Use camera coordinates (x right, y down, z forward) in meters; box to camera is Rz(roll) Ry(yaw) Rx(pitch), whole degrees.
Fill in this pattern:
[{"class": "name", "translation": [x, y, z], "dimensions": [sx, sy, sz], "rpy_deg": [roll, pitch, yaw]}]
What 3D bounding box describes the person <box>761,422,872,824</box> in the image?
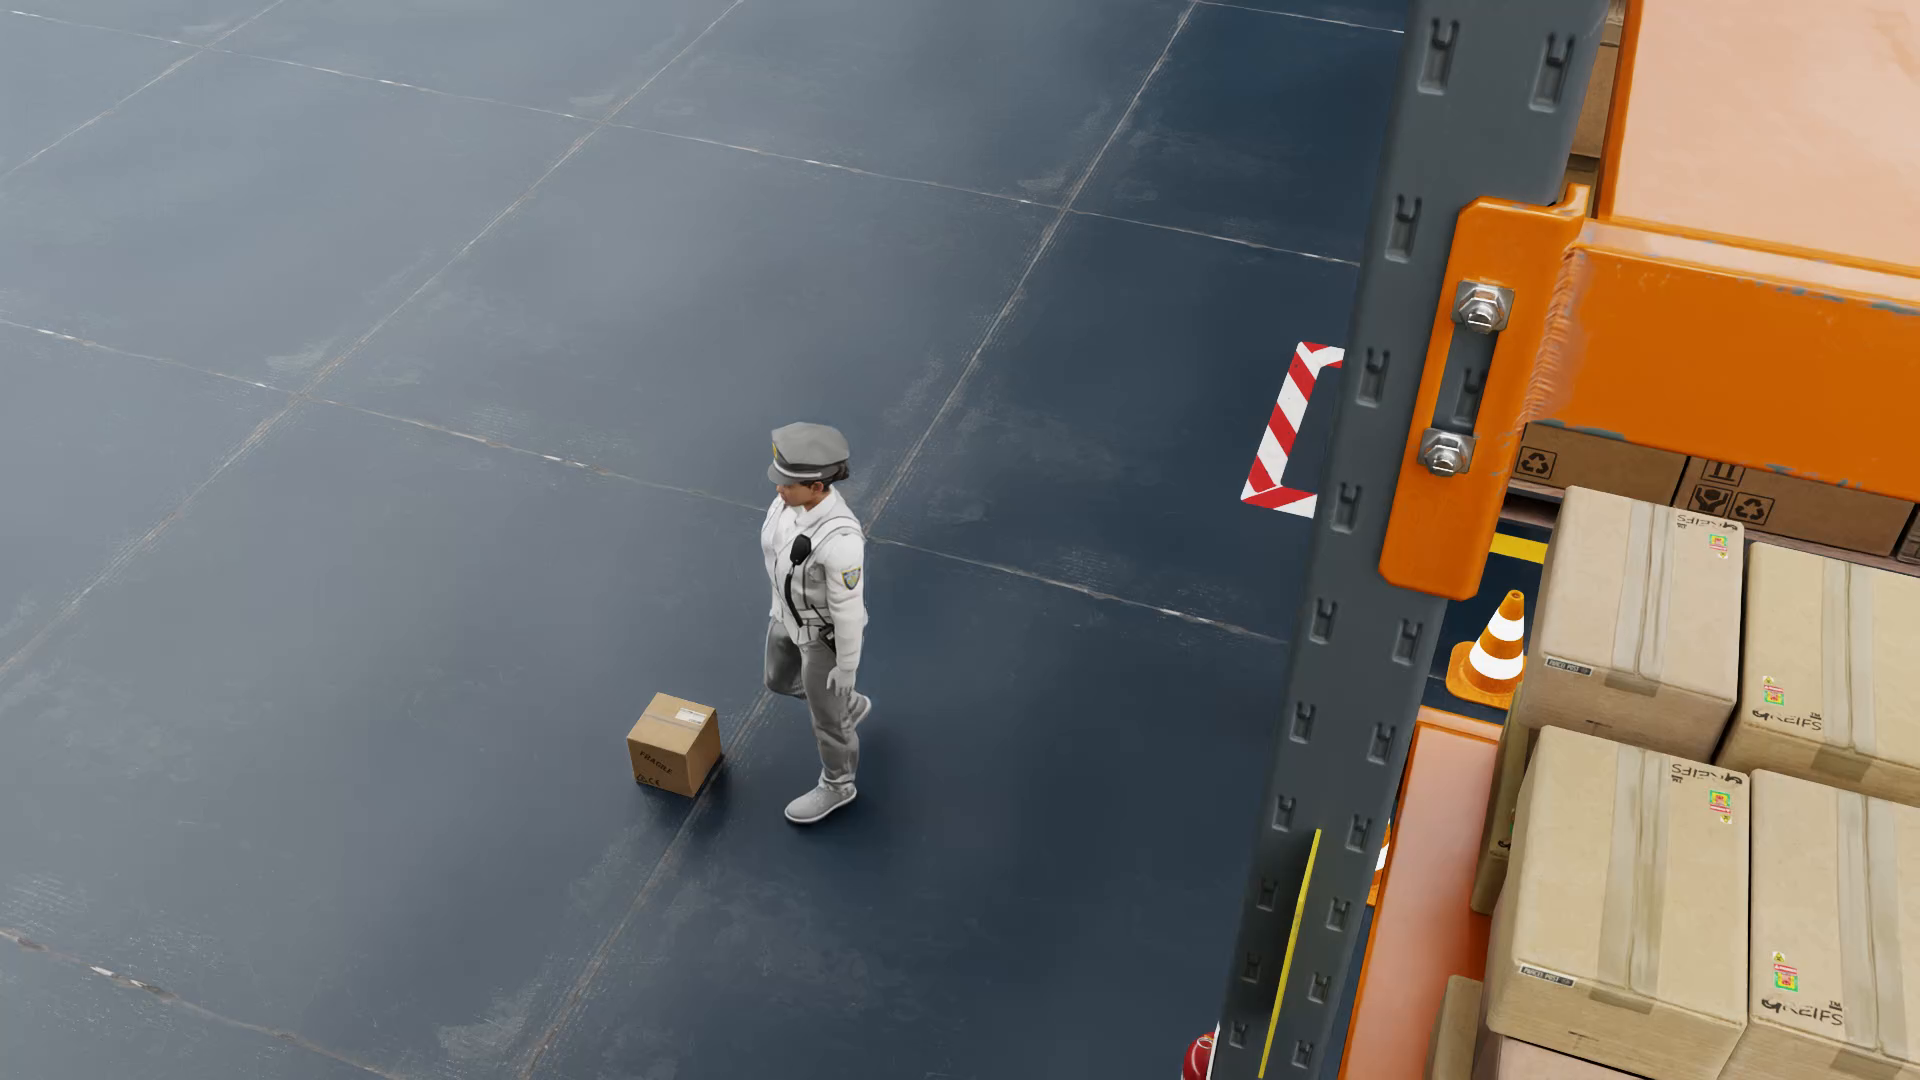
[{"class": "person", "translation": [-0.480, 0.295, 5.808], "dimensions": [0.485, 1.672, 0.516], "rpy_deg": [-20, 46, -21]}]
